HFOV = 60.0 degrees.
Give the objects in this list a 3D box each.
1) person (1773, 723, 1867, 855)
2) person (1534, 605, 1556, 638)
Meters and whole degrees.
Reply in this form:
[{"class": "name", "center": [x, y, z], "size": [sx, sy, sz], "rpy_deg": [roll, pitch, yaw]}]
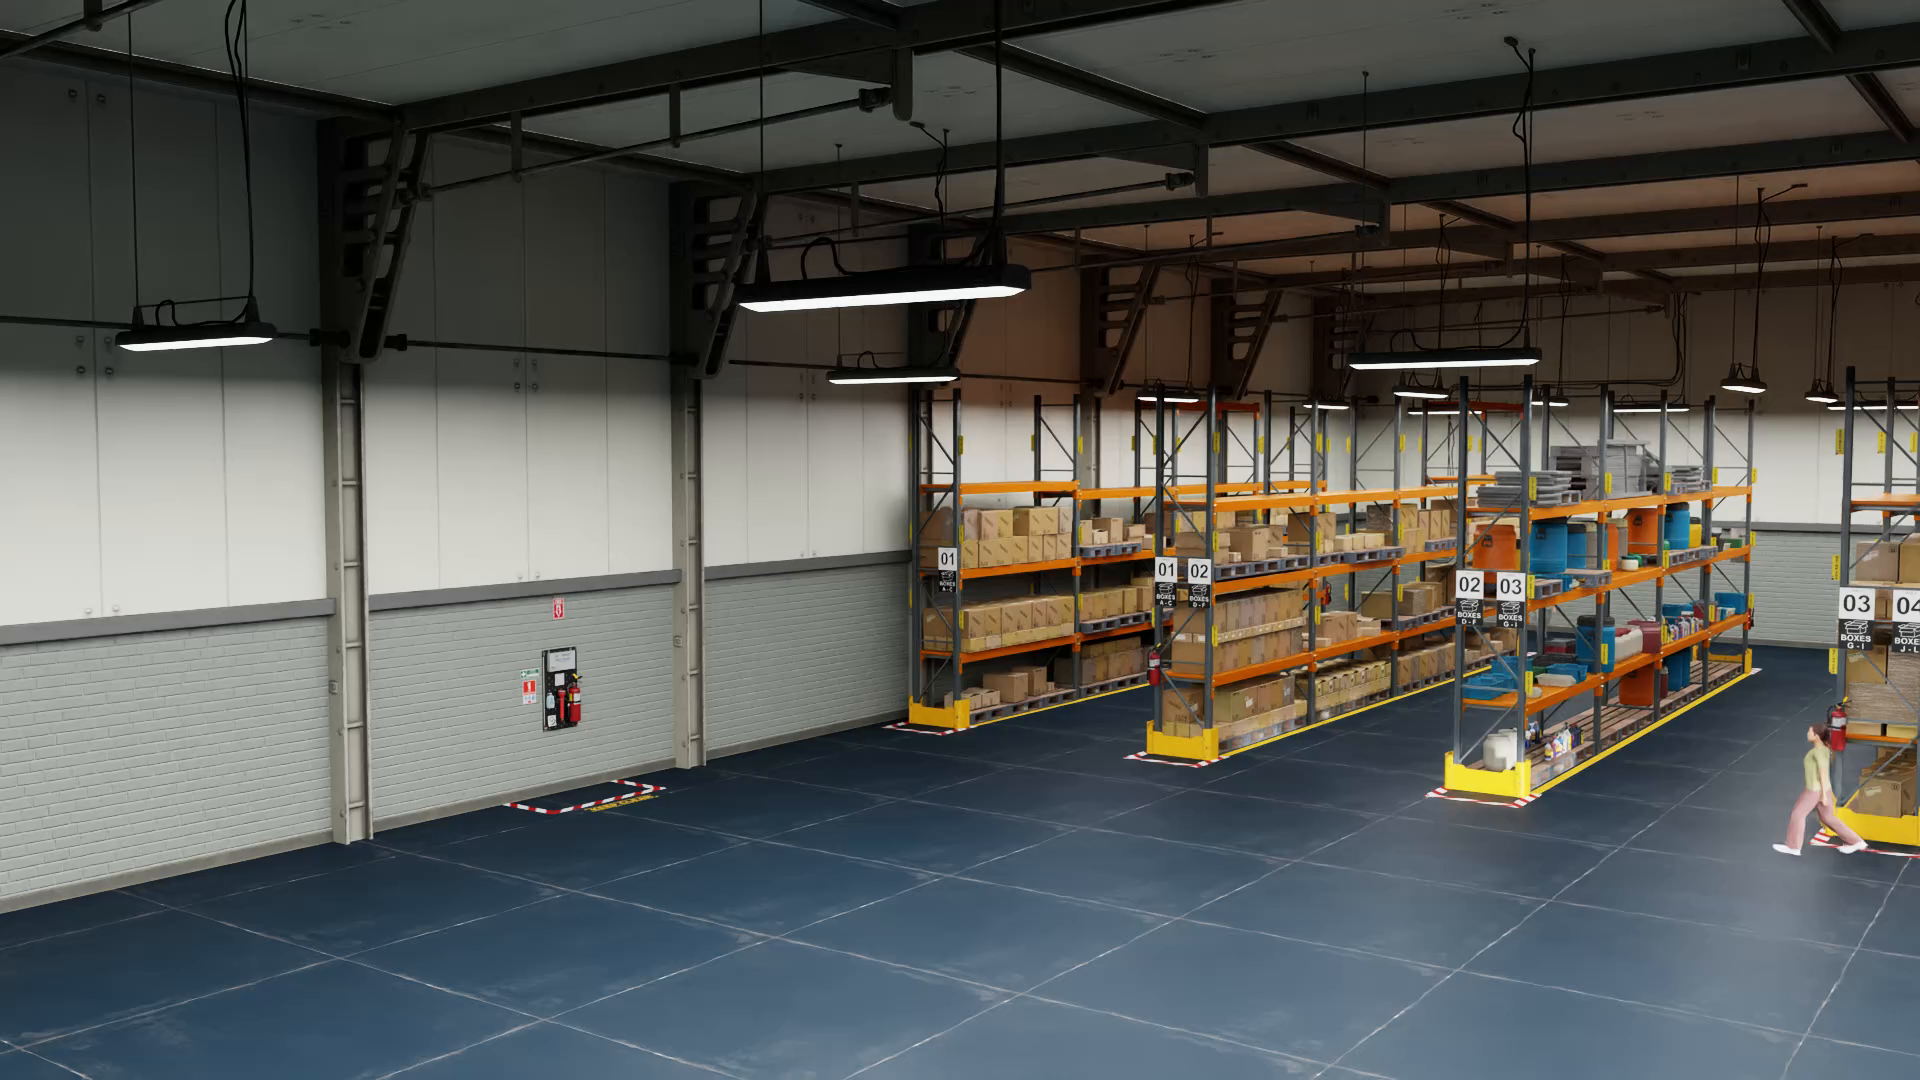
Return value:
[{"class": "person", "center": [10.428, 3.031, 20.135], "size": [1.002, 1.626, 0.445], "rpy_deg": [2, 4, 36]}, {"class": "person", "center": [14.930, 1.704, 42.419], "size": [0.530, 1.688, 1.114], "rpy_deg": [0, 3, 7]}]
